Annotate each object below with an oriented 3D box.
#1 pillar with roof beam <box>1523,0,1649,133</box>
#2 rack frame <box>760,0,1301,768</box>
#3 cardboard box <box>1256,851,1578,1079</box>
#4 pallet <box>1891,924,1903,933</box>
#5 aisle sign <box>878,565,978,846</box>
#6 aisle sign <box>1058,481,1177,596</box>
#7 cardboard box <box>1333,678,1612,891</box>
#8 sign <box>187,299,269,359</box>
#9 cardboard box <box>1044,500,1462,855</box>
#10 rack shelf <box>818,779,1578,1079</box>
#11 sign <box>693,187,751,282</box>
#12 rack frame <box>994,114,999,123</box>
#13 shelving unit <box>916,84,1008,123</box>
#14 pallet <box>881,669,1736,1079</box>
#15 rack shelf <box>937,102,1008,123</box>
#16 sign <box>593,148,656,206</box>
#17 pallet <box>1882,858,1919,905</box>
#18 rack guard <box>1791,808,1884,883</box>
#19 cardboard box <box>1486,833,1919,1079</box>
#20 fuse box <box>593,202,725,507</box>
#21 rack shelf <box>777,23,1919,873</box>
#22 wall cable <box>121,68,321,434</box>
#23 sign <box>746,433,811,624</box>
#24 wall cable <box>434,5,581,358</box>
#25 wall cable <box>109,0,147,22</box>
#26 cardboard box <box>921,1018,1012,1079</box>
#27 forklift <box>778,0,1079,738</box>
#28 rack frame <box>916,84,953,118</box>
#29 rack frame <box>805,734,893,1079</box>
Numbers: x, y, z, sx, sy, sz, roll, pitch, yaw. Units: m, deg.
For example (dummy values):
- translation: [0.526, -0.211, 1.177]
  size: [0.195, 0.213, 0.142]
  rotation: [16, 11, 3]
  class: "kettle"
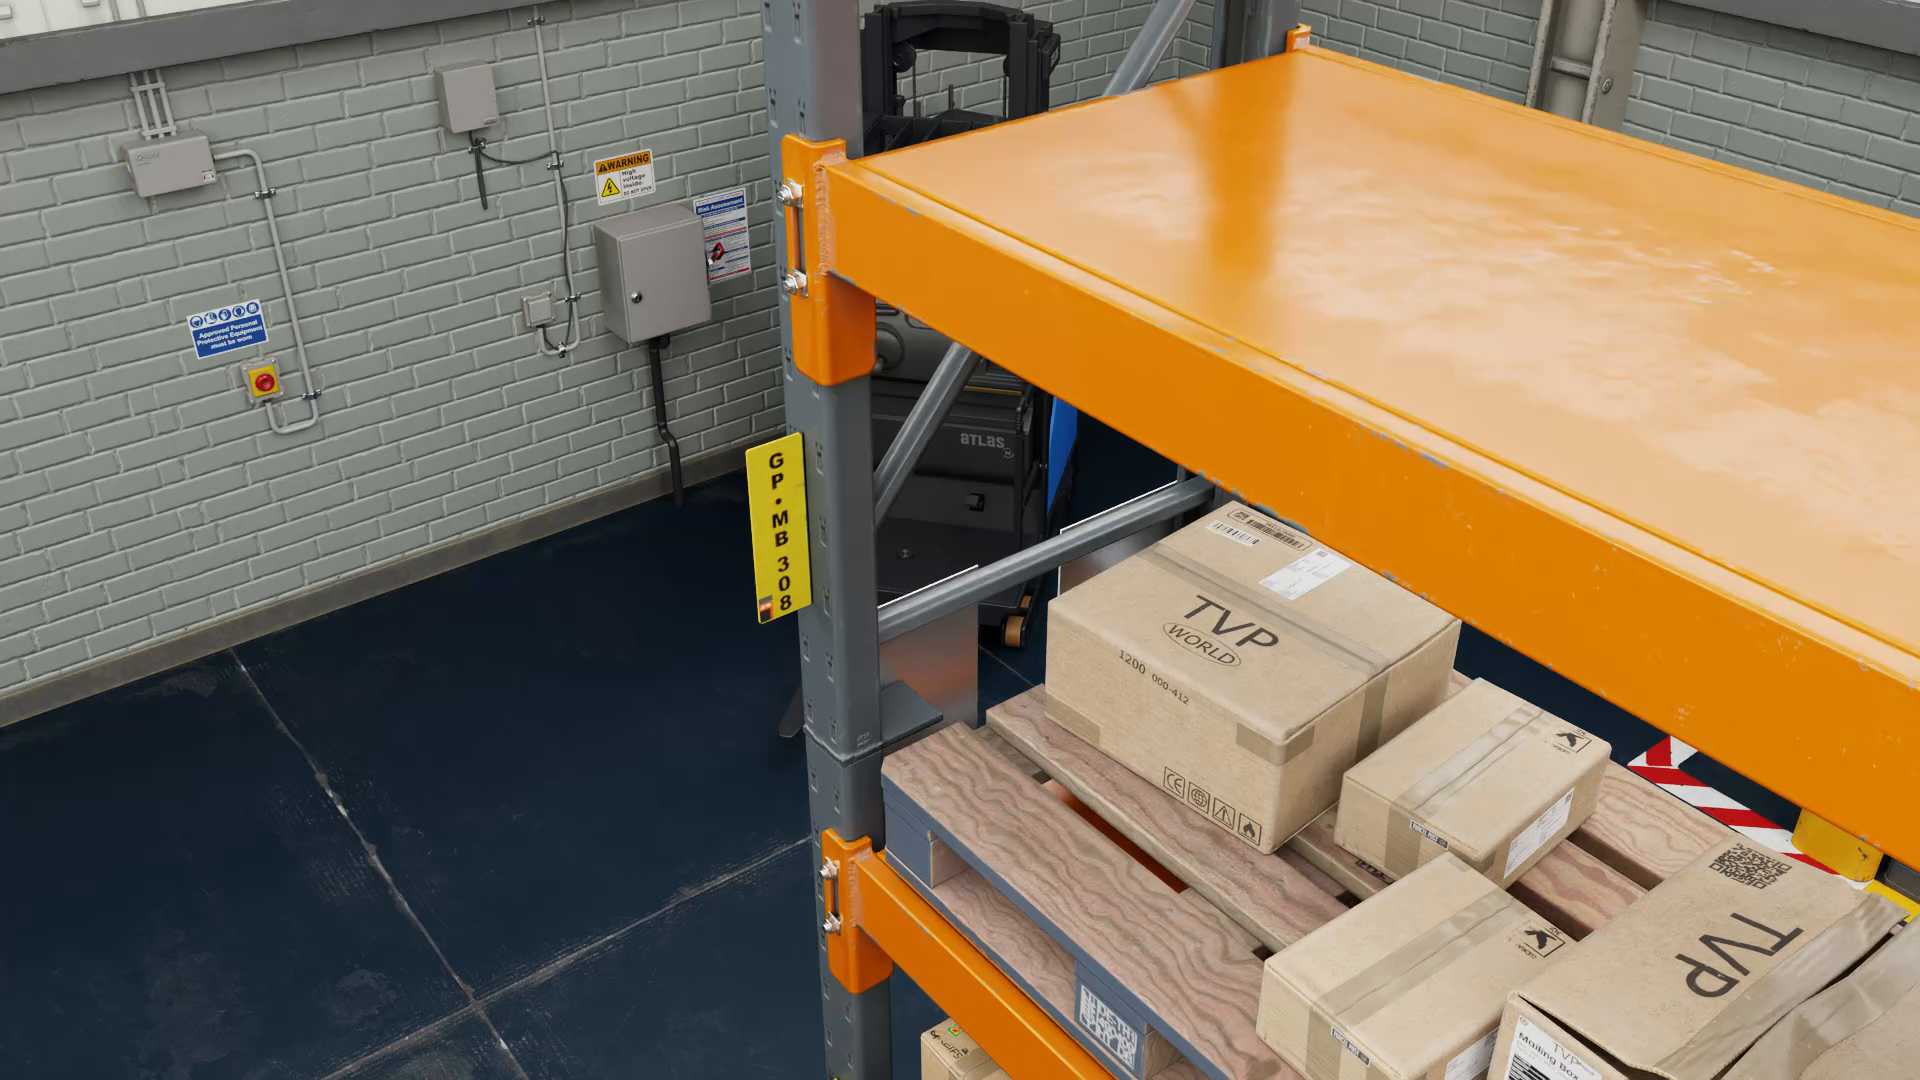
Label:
- translation: [-0.273, -2.692, 5.055]
  size: [9.100, 9.000, 0.400]
  rotation: [-22, 38, -31]
  class: "pillar with roof beam"
- translation: [0.151, -1.062, 2.431]
  size: [1.000, 3.000, 0.127]
  rotation: [-22, 38, -31]
  class: "rack frame"
- translation: [0.636, 0.626, 2.301]
  size: [0.380, 0.149, 0.250]
  rotation: [-21, 37, -30]
  class: "cardboard box"
- translation: [1.366, 1.064, 1.934]
  size: [1.003, 0.211, 1.213]
  rotation: [-22, 38, -31]
  class: "pallet"
- translation: [-0.122, 0.446, 3.225]
  size: [0.394, 0.787, 0.004]
  rotation: [-22, 38, -31]
  class: "aisle sign"
- translation: [0.352, 0.252, 3.538]
  size: [0.394, 0.787, 0.004]
  rotation: [-22, 38, -31]
  class: "aisle sign"
- translation: [0.818, 0.405, 2.657]
  size: [0.380, 0.149, 0.250]
  rotation: [-26, 40, -35]
  class: "cardboard box"
- translation: [-3.401, -0.981, 7.730]
  size: [0.327, 0.218, 0.001]
  rotation: [-22, 38, -31]
  class: "sign"
- translation: [0.498, 0.213, 2.870]
  size: [0.500, 0.250, 0.500]
  rotation: [-26, 40, -36]
  class: "cardboard box"
- translation: [1.377, 1.351, 2.070]
  size: [1.077, 0.370, 4.000]
  rotation: [-22, 38, -31]
  class: "rack shelf"
- translation: [-1.313, -1.681, 9.203]
  size: [0.329, 0.494, 0.001]
  rotation: [-22, 38, -31]
  class: "sign"
- translation: [0.284, -1.478, 9.640]
  size: [0.015, 2.100, 0.400]
  rotation: [17, 35, 25]
  class: "rack frame"
- translation: [0.072, -1.541, 9.742]
  size: [0.503, 2.100, 0.431]
  rotation: [17, 35, 25]
  class: "shelving unit"
- translation: [0.614, 0.556, 2.753]
  size: [1.003, 0.211, 1.213]
  rotation: [-22, 38, -31]
  class: "pallet"
- translation: [0.072, -2.125, 9.380]
  size: [0.480, 0.518, 0.431]
  rotation: [17, 35, 25]
  class: "rack shelf"
- translation: [-1.747, -1.894, 8.674]
  size: [0.339, 0.242, 0.001]
  rotation: [-22, 38, -31]
  class: "sign"
- translation: [4.606, 1.427, 6.752]
  size: [1.003, 0.211, 1.213]
  rotation: [-22, 38, -31]
  class: "pallet"
- translation: [4.116, 0.973, 7.210]
  size: [1.175, 0.500, 0.348]
  rotation: [-22, 38, -31]
  class: "rack guard"
- translation: [1.029, 0.669, 2.078]
  size: [0.500, 0.311, 0.500]
  rotation: [-22, 38, -31]
  class: "cardboard box"
- translation: [-1.577, -0.928, 9.122]
  size: [0.539, 1.711, 0.414]
  rotation: [-22, 38, -31]
  class: "fuse box"
- translation: [1.377, 0.247, 1.384]
  size: [1.077, 0.370, 4.000]
  rotation: [-22, 38, -31]
  class: "rack shelf"
- translation: [-3.325, -1.301, 7.509]
  size: [0.585, 1.953, 0.123]
  rotation: [-22, 38, -31]
  class: "wall cable"
- translation: [-0.291, -0.016, 2.686]
  size: [0.100, 0.325, 0.005]
  rotation: [-22, 38, -31]
  class: "sign"
- translation: [-2.212, -1.751, 8.264]
  size: [0.588, 1.984, 0.122]
  rotation: [-22, 38, -31]
  class: "wall cable"
- translation: [-3.560, -3.342, 6.101]
  size: [0.463, 3.000, 0.029]
  rotation: [-22, 38, -31]
  class: "wall cable"
- translation: [0.150, 0.981, 3.170]
  size: [0.380, 0.149, 0.250]
  rotation: [-21, 38, -30]
  class: "cardboard box"
- translation: [-0.142, -0.921, 7.955]
  size: [1.130, 2.935, 3.031]
  rotation: [7, 33, 11]
  class: "forklift"
- translation: [-0.141, -1.604, 9.843]
  size: [0.015, 2.100, 0.400]
  rotation: [17, 35, 25]
  class: "rack frame"
- translation: [0.151, 1.486, 4.014]
  size: [1.000, 3.000, 0.127]
  rotation: [-22, 38, -31]
  class: "rack frame"
